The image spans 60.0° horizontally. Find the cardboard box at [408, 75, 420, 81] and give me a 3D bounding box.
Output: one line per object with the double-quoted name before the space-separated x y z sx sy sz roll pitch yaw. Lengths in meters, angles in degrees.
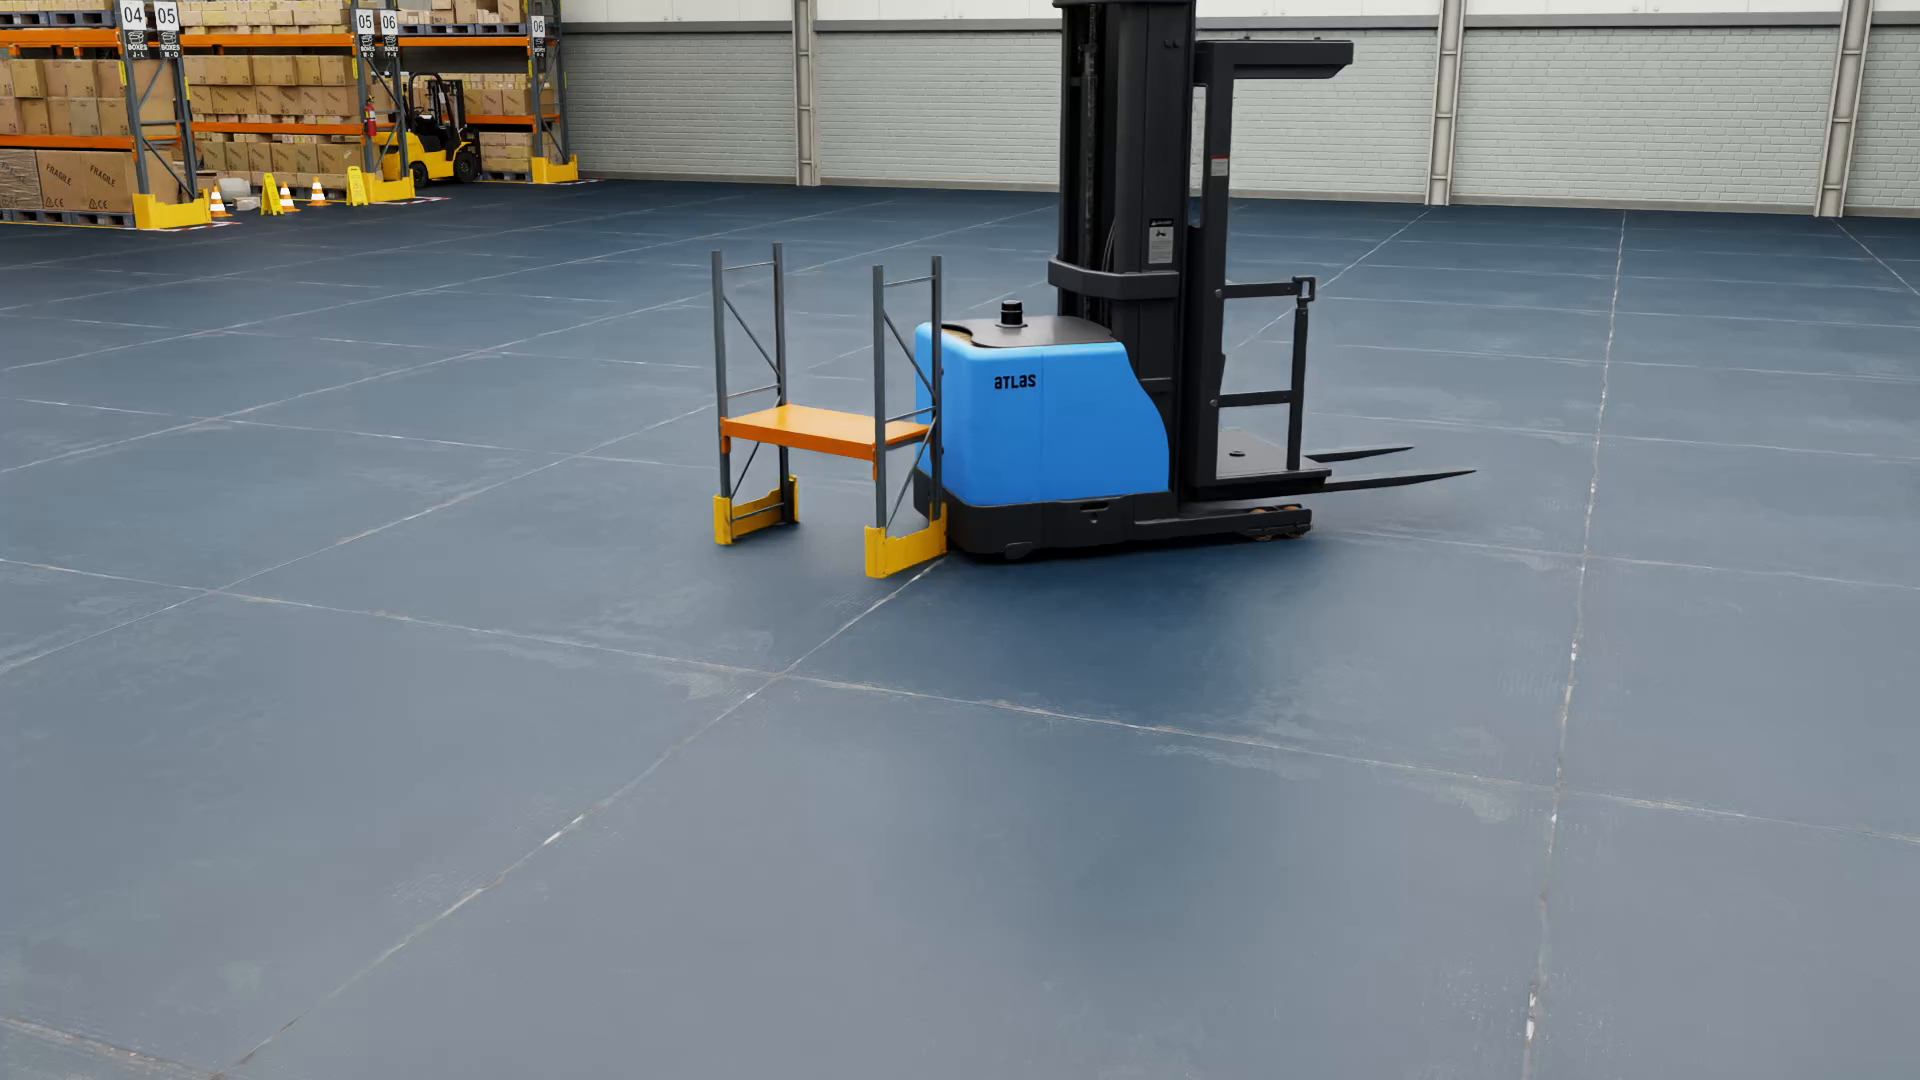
"cardboard box" -11.053 -9.456 33.991 0.250 0.149 0.380 7 17 22

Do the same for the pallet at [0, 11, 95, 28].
"pallet" -13.612 -7.748 24.762 1.213 0.211 1.003 6 17 21

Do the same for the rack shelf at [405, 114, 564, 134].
"rack shelf" -10.099 -8.594 34.186 4.000 0.370 1.077 6 17 21

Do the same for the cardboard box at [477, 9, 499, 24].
"cardboard box" -9.357 -10.392 33.019 0.258 0.266 0.396 6 17 21

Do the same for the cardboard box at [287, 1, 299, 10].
"cardboard box" -11.392 -9.232 28.733 0.250 0.149 0.380 6 17 21

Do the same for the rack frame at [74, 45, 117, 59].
"rack frame" -19.402 -9.962 37.609 0.127 3.000 1.000 6 17 21

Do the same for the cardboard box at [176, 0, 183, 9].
"cardboard box" -14.364 -9.693 29.919 0.500 0.250 0.500 7 17 22

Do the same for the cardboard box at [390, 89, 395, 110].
"cardboard box" -11.643 -9.079 34.386 0.500 0.500 0.500 6 17 19

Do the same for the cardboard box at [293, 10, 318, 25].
"cardboard box" -11.094 -8.996 28.636 0.500 0.250 0.500 6 17 20

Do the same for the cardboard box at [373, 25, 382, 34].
"cardboard box" -10.246 -8.885 28.969 0.250 0.149 0.380 6 17 21

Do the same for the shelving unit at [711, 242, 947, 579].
"shelving unit" -0.668 -0.684 8.340 1.083 1.500 0.587 11 20 34

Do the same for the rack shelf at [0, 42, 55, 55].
"rack shelf" -19.359 -9.565 32.151 4.000 0.370 1.077 6 17 21

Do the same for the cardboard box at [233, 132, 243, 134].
"cardboard box" -16.052 -9.000 36.861 0.250 0.149 0.380 7 18 23

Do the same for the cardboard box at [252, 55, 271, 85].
"cardboard box" -12.005 -8.280 29.308 0.500 0.500 0.700 6 17 20

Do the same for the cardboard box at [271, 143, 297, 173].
"cardboard box" -11.851 -6.808 29.579 0.500 0.500 0.500 6 17 19

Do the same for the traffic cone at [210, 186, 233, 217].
"traffic cone" -11.752 -5.357 26.296 0.334 0.463 0.336 6 17 21

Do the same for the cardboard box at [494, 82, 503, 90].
"cardboard box" -9.132 -9.118 33.358 0.250 0.149 0.380 7 17 22

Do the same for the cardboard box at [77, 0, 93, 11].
"cardboard box" -12.447 -7.694 23.935 0.250 0.149 0.380 6 17 21

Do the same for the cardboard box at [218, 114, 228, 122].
"cardboard box" -13.090 -7.588 29.883 0.250 0.149 0.380 6 17 20

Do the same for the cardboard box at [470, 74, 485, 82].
"cardboard box" -9.631 -9.298 33.447 0.250 0.149 0.380 7 18 22

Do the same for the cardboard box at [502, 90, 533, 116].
"cardboard box" -8.793 -8.765 33.305 0.500 0.500 0.500 6 17 19

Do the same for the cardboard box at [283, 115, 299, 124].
"cardboard box" -11.699 -7.422 29.309 0.250 0.149 0.380 6 17 20

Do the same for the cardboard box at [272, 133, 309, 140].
"cardboard box" -14.495 -8.482 36.017 0.625 0.625 0.875 7 18 22

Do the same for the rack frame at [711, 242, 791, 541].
"rack frame" -1.075 -0.765 8.618 0.032 1.500 0.500 11 20 34

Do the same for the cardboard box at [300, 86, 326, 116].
"cardboard box" -11.127 -7.674 29.015 0.500 0.500 0.500 6 17 21

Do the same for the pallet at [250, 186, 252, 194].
"pallet" -13.140 -6.457 30.538 1.213 0.211 1.003 6 17 21

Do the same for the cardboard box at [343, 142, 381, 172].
"cardboard box" -10.728 -6.845 29.704 0.500 0.500 0.500 6 17 19

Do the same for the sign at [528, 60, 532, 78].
"sign" -8.451 -9.265 32.706 0.005 0.325 0.100 6 17 21

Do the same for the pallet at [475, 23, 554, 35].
"pallet" -8.887 -10.212 33.247 1.213 0.211 1.003 6 17 21

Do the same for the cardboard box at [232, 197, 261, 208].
"cardboard box" -12.016 -5.688 27.999 0.380 0.149 0.250 -12 20 -37

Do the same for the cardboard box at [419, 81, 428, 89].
"cardboard box" -10.820 -9.285 33.935 0.250 0.149 0.380 6 17 20

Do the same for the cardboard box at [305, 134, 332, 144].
"cardboard box" -11.264 -7.034 29.193 0.250 0.149 0.380 7 18 22

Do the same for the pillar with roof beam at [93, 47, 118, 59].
"pillar with roof beam" -21.298 -12.032 33.977 0.400 9.000 9.100 6 17 21

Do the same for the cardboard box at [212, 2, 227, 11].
"cardboard box" -12.875 -9.360 29.174 0.250 0.149 0.380 6 17 20

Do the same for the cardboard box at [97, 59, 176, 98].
"cardboard box" -12.110 -6.791 24.481 0.550 0.550 0.875 6 17 21

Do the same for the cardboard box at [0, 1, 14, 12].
"cardboard box" -13.871 -7.850 24.473 0.250 0.149 0.380 7 17 21

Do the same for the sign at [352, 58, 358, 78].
"sign" -10.279 -8.013 28.251 0.005 0.325 0.100 6 17 21

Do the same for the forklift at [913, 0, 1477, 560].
"forklift" 1.322 -1.534 8.700 3.031 2.935 1.130 -5 17 -18

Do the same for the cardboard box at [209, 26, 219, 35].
"cardboard box" -13.084 -9.042 29.511 0.250 0.149 0.380 6 17 21

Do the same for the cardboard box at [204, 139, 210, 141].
"cardboard box" -16.153 -8.542 36.446 0.500 0.500 0.500 7 18 22

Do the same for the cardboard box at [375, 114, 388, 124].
"cardboard box" -10.297 -7.415 29.284 0.250 0.149 0.380 6 17 21

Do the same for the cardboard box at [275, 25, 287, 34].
"cardboard box" -11.672 -8.869 28.914 0.250 0.149 0.380 6 17 19

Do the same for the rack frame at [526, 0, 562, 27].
"rack frame" -8.239 -11.616 32.544 0.127 3.000 1.000 6 17 21

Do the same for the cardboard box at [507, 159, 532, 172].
"cardboard box" -8.792 -7.582 33.589 0.500 0.250 0.500 6 17 21

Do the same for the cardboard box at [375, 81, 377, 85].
"cardboard box" -12.359 -9.481 34.608 0.250 0.149 0.380 7 18 23

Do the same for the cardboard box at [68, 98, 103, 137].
"cardboard box" -12.660 -6.302 24.731 0.550 0.550 0.875 6 17 21

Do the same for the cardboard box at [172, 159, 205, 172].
"cardboard box" -14.266 -6.849 30.845 0.625 0.372 0.950 7 17 21

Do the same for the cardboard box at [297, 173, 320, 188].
"cardboard box" -11.386 -6.396 29.504 0.500 0.250 0.500 6 17 21
